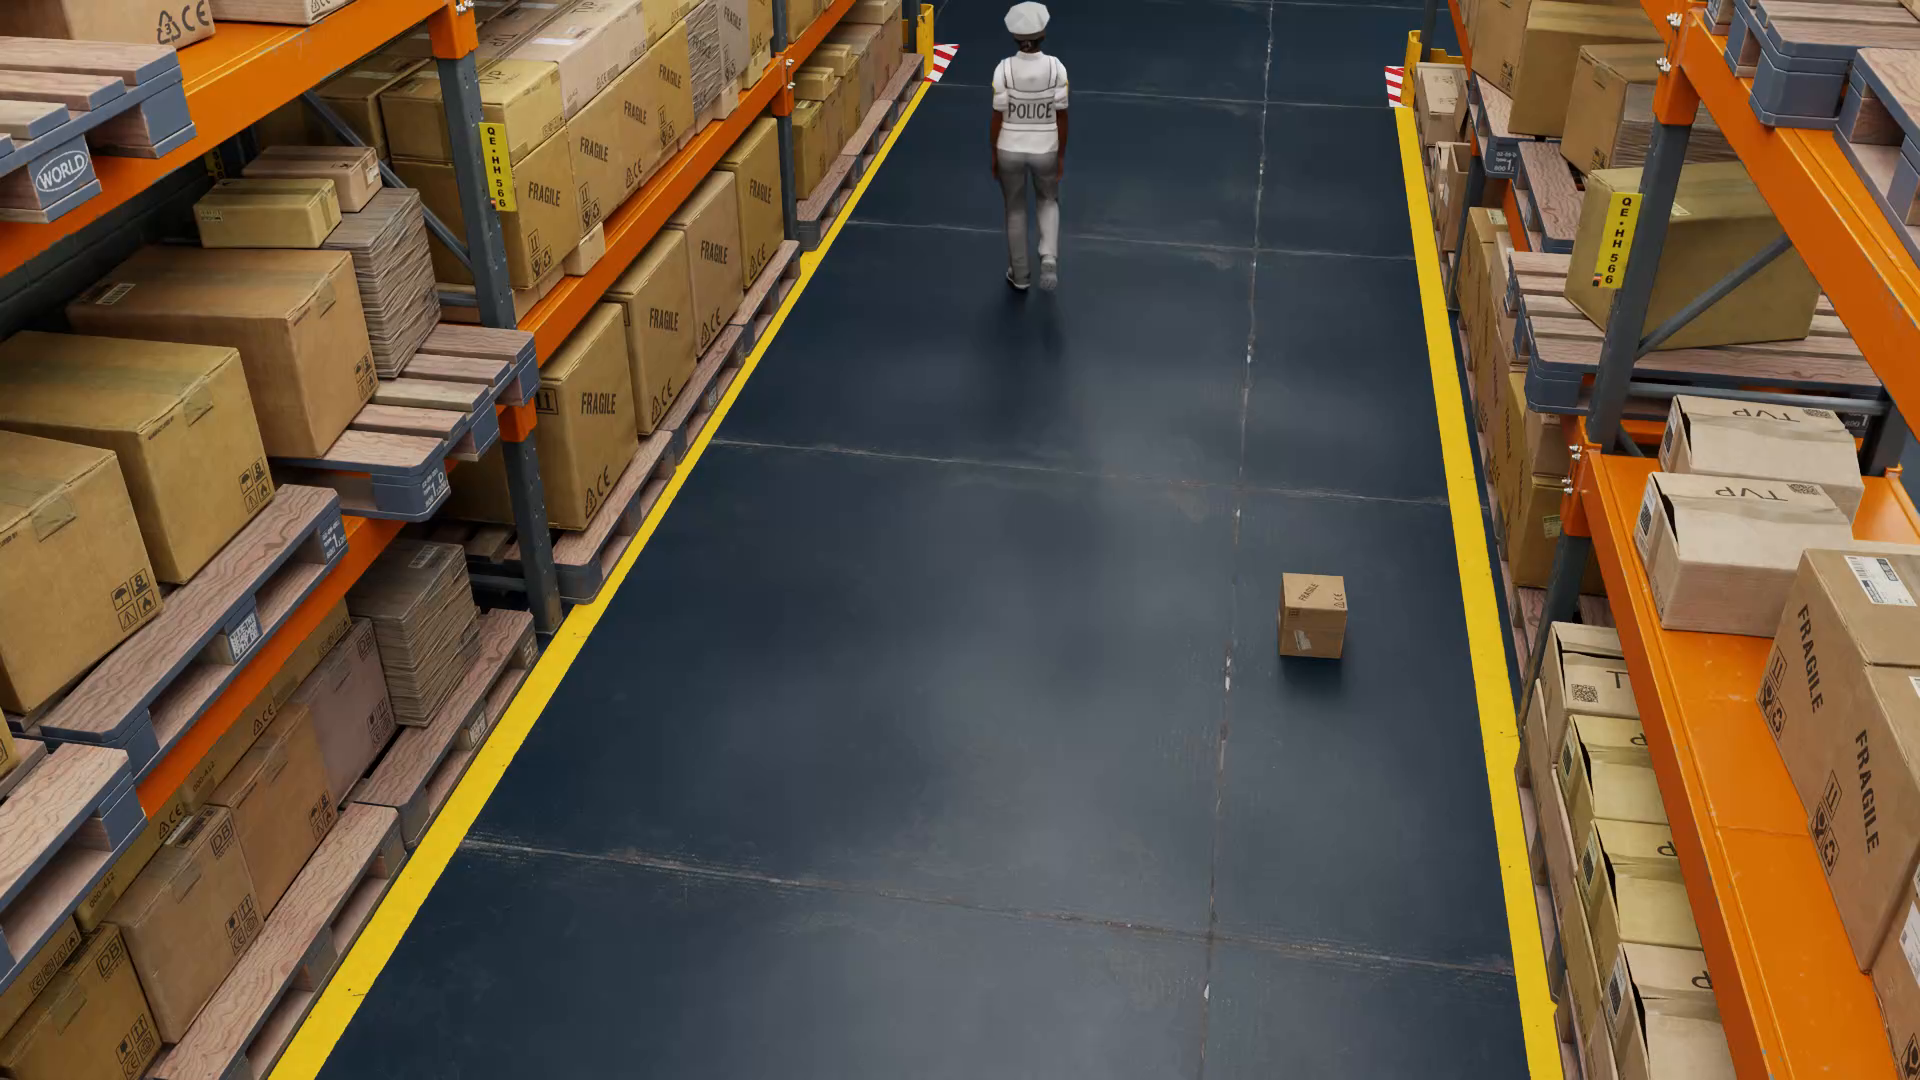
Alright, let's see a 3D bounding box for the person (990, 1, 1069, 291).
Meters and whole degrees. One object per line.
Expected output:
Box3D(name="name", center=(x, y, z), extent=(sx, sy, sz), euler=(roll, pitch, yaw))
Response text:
Box3D(name="person", center=(0.395, -2.227, 9.555), extent=(0.444, 1.681, 0.483), euler=(-2, 33, -4))
